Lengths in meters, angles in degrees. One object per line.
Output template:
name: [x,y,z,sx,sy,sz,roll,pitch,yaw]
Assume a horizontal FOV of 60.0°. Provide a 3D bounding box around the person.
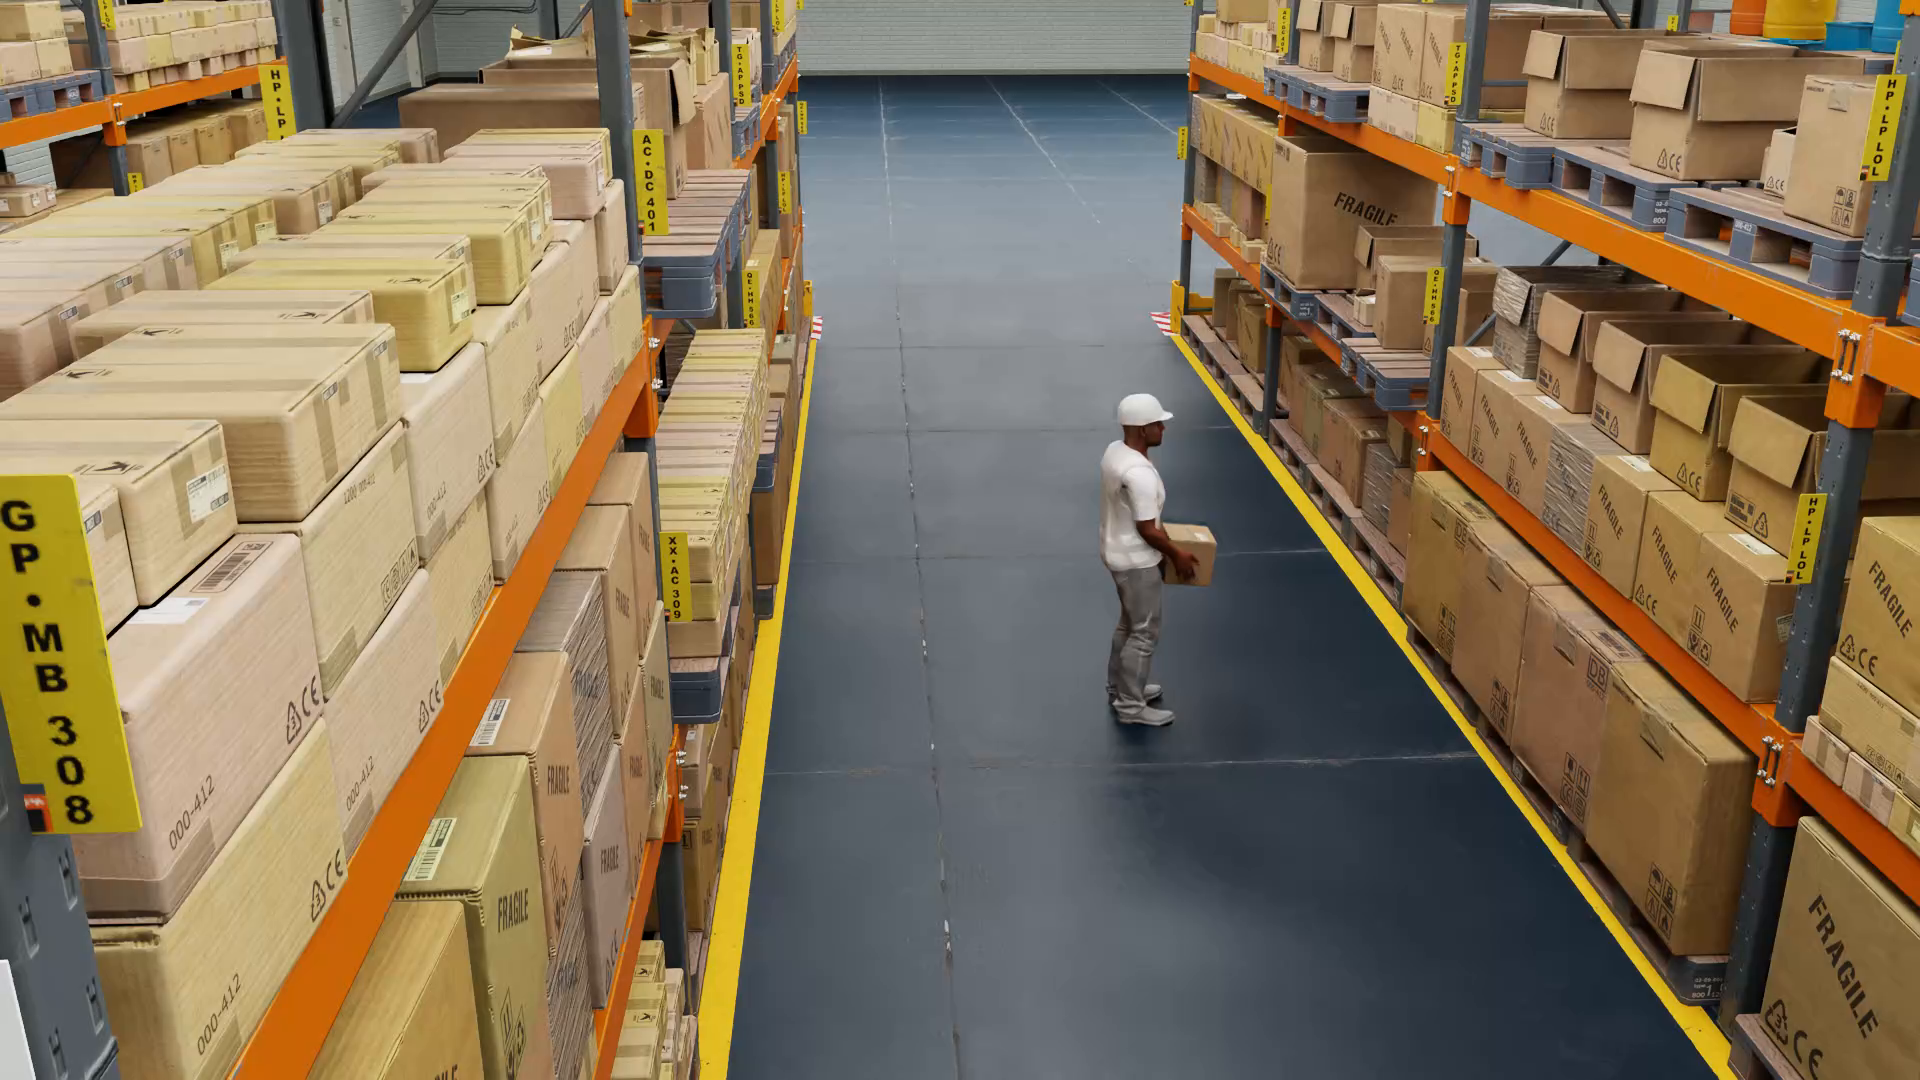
person: [0.986,0.090,8.797,0.509,1.768,0.562,-1,20,-4]
